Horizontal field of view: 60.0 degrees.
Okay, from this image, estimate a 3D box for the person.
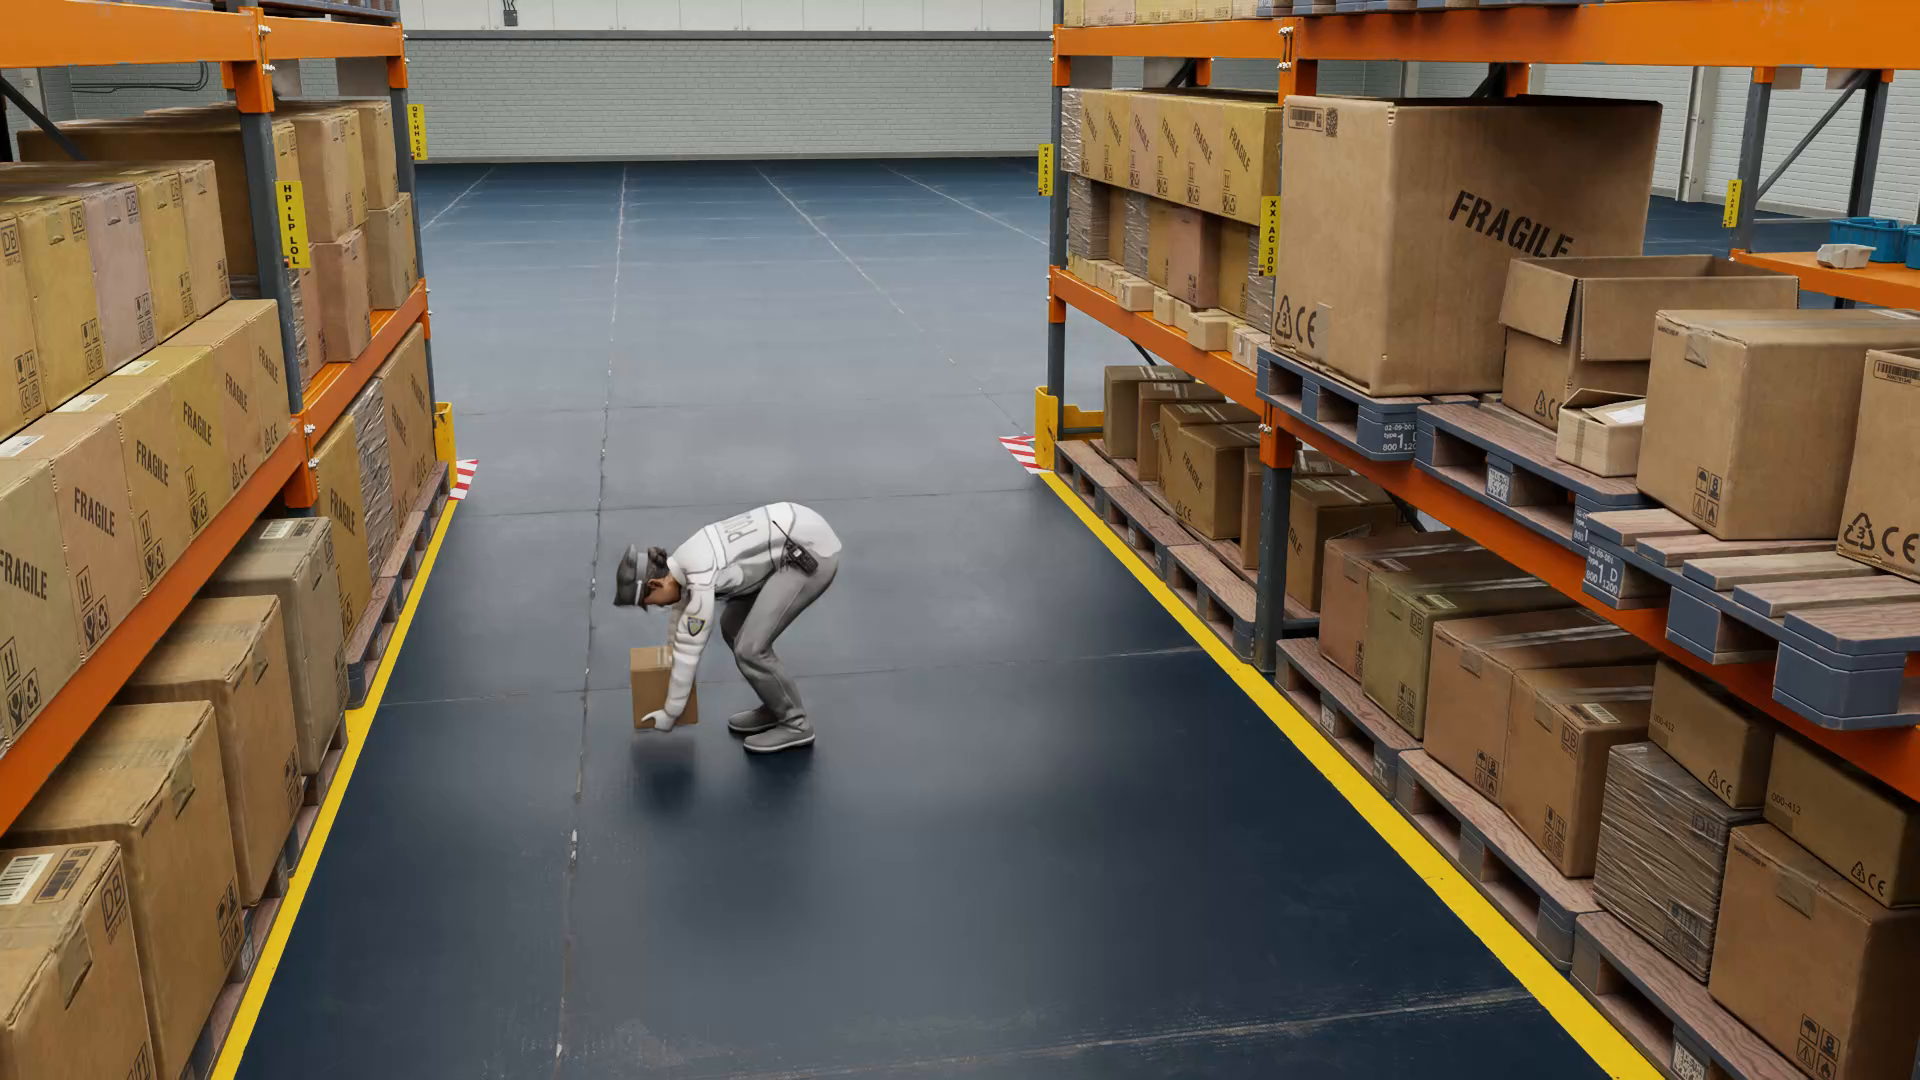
[{"bbox_3d":[-0.920,0.345,6.593,0.880,0.829,0.441,-4,17,-13],"label":"person"}]
